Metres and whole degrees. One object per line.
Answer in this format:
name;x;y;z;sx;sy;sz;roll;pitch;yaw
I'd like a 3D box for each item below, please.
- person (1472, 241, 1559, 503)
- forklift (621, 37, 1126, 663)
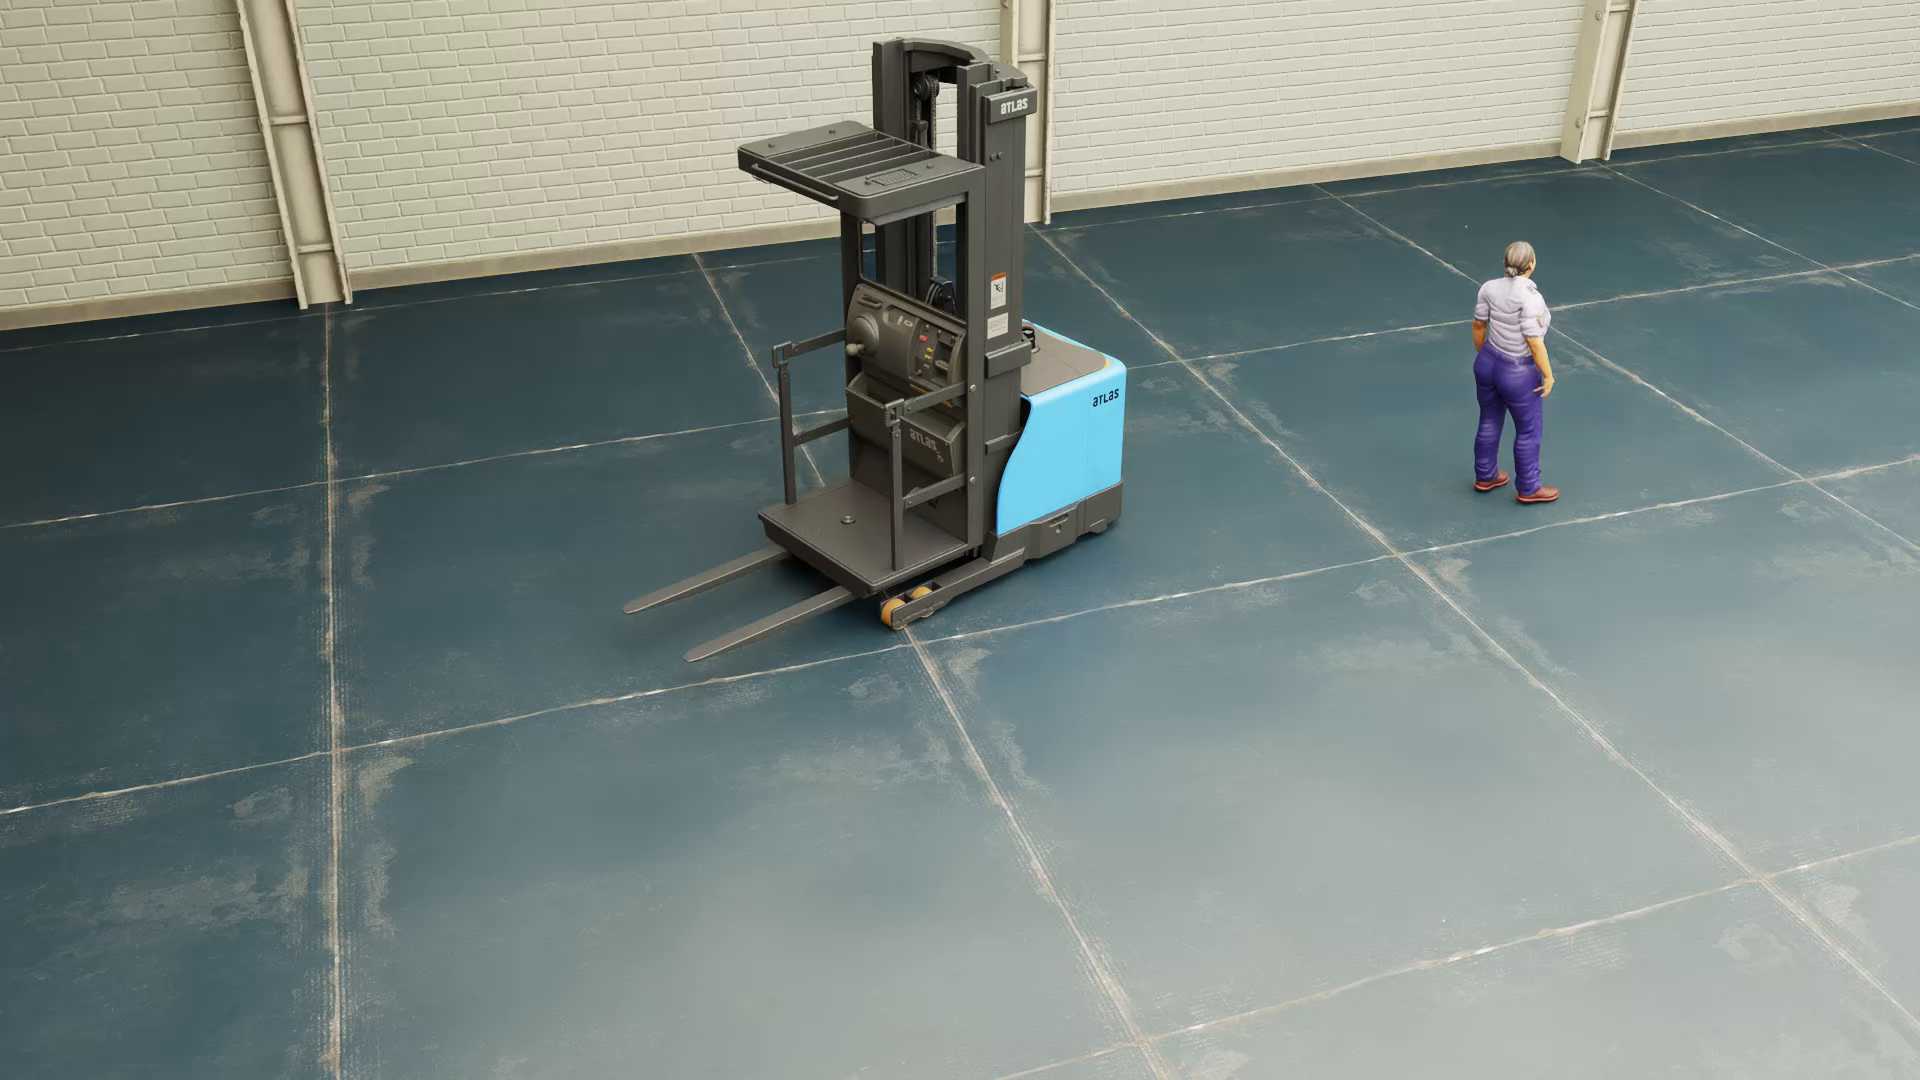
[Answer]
person;3.433;-1.043;10.173;0.502;1.651;0.598;-17;34;-27
forklift;-0.461;-1.072;8.951;3.031;2.935;1.130;-23;37;-34
